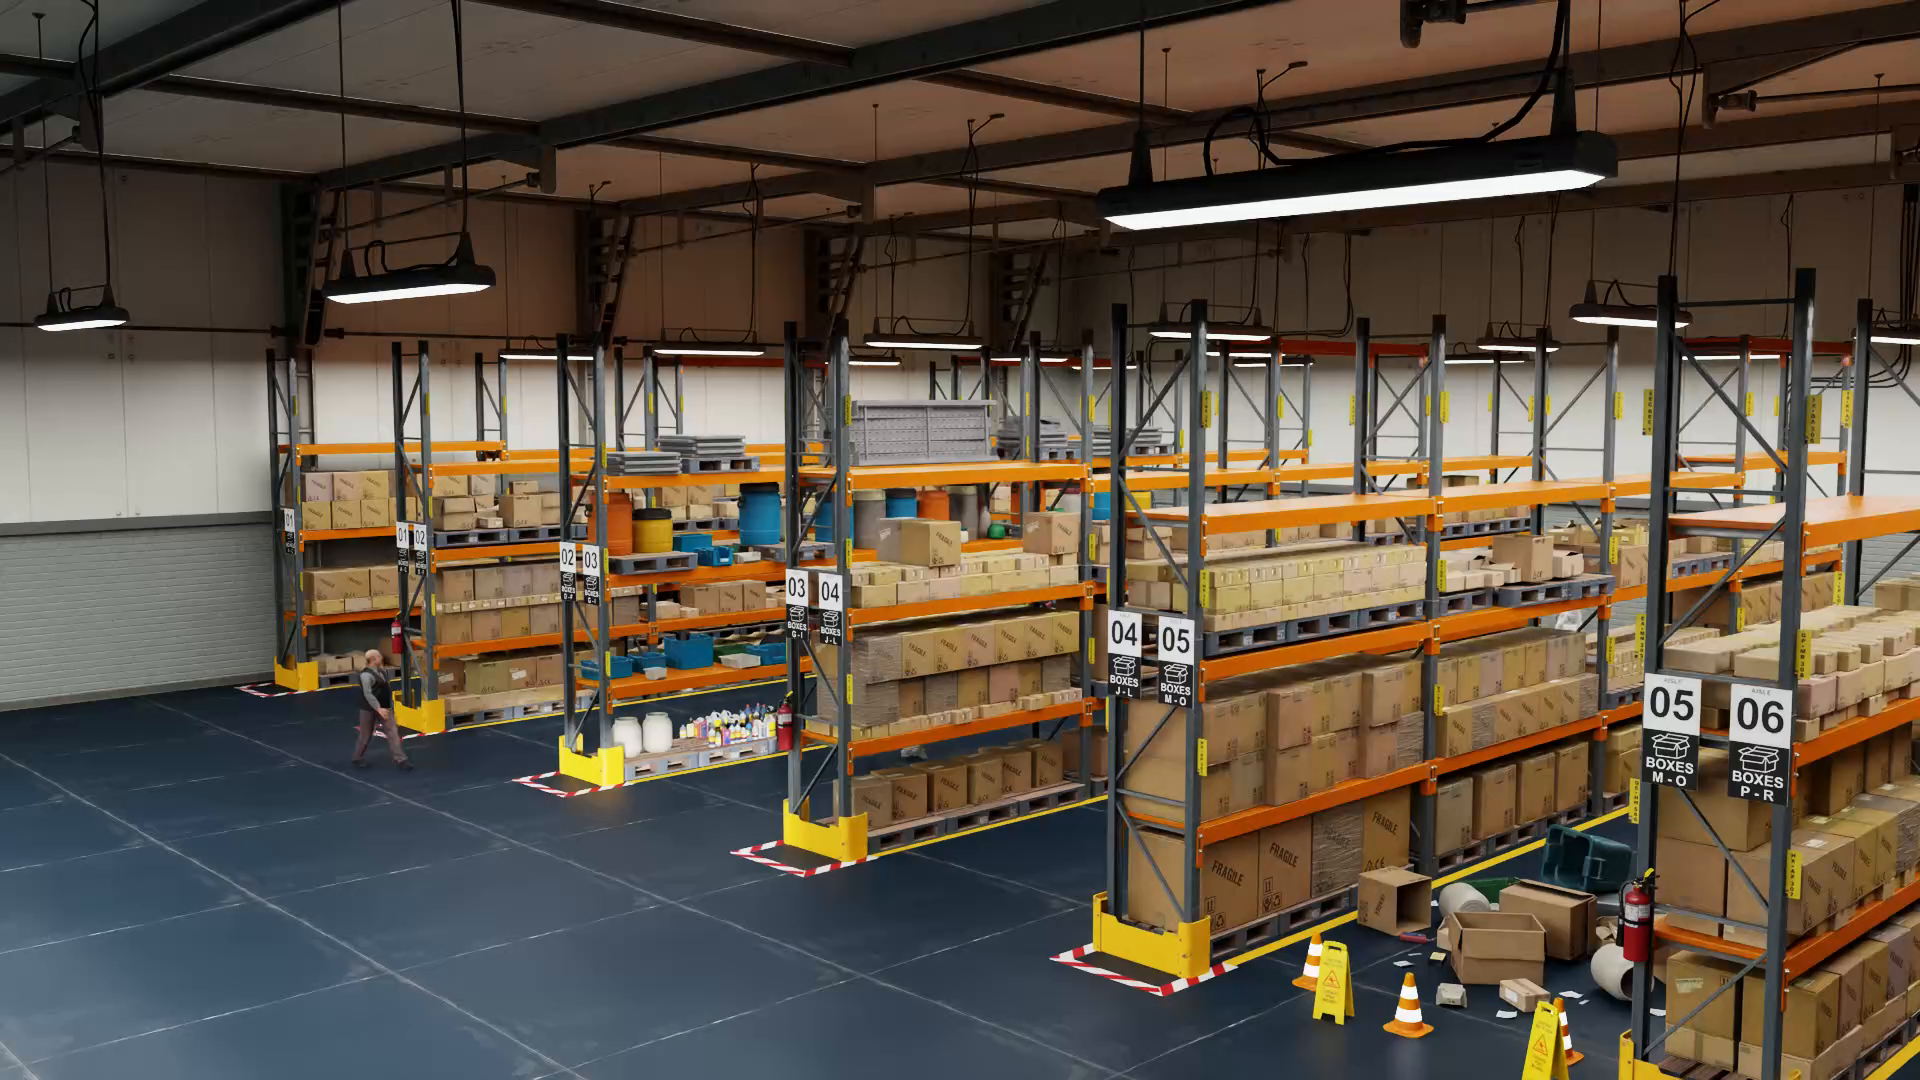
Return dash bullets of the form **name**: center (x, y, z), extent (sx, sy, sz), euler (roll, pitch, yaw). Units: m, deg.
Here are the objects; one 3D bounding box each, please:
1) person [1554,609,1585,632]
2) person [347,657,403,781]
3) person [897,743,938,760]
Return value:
- **person**: center (11.034, 1.732, 30.243), extent (0.576, 1.653, 0.546), euler (-3, 6, -32)
- **person**: center (-7.840, 2.403, 22.307), extent (0.684, 1.676, 0.612), euler (-4, 7, -42)
- **person**: center (-0.630, 2.256, 23.614), extent (0.811, 1.746, 0.683), euler (5, 7, 43)
